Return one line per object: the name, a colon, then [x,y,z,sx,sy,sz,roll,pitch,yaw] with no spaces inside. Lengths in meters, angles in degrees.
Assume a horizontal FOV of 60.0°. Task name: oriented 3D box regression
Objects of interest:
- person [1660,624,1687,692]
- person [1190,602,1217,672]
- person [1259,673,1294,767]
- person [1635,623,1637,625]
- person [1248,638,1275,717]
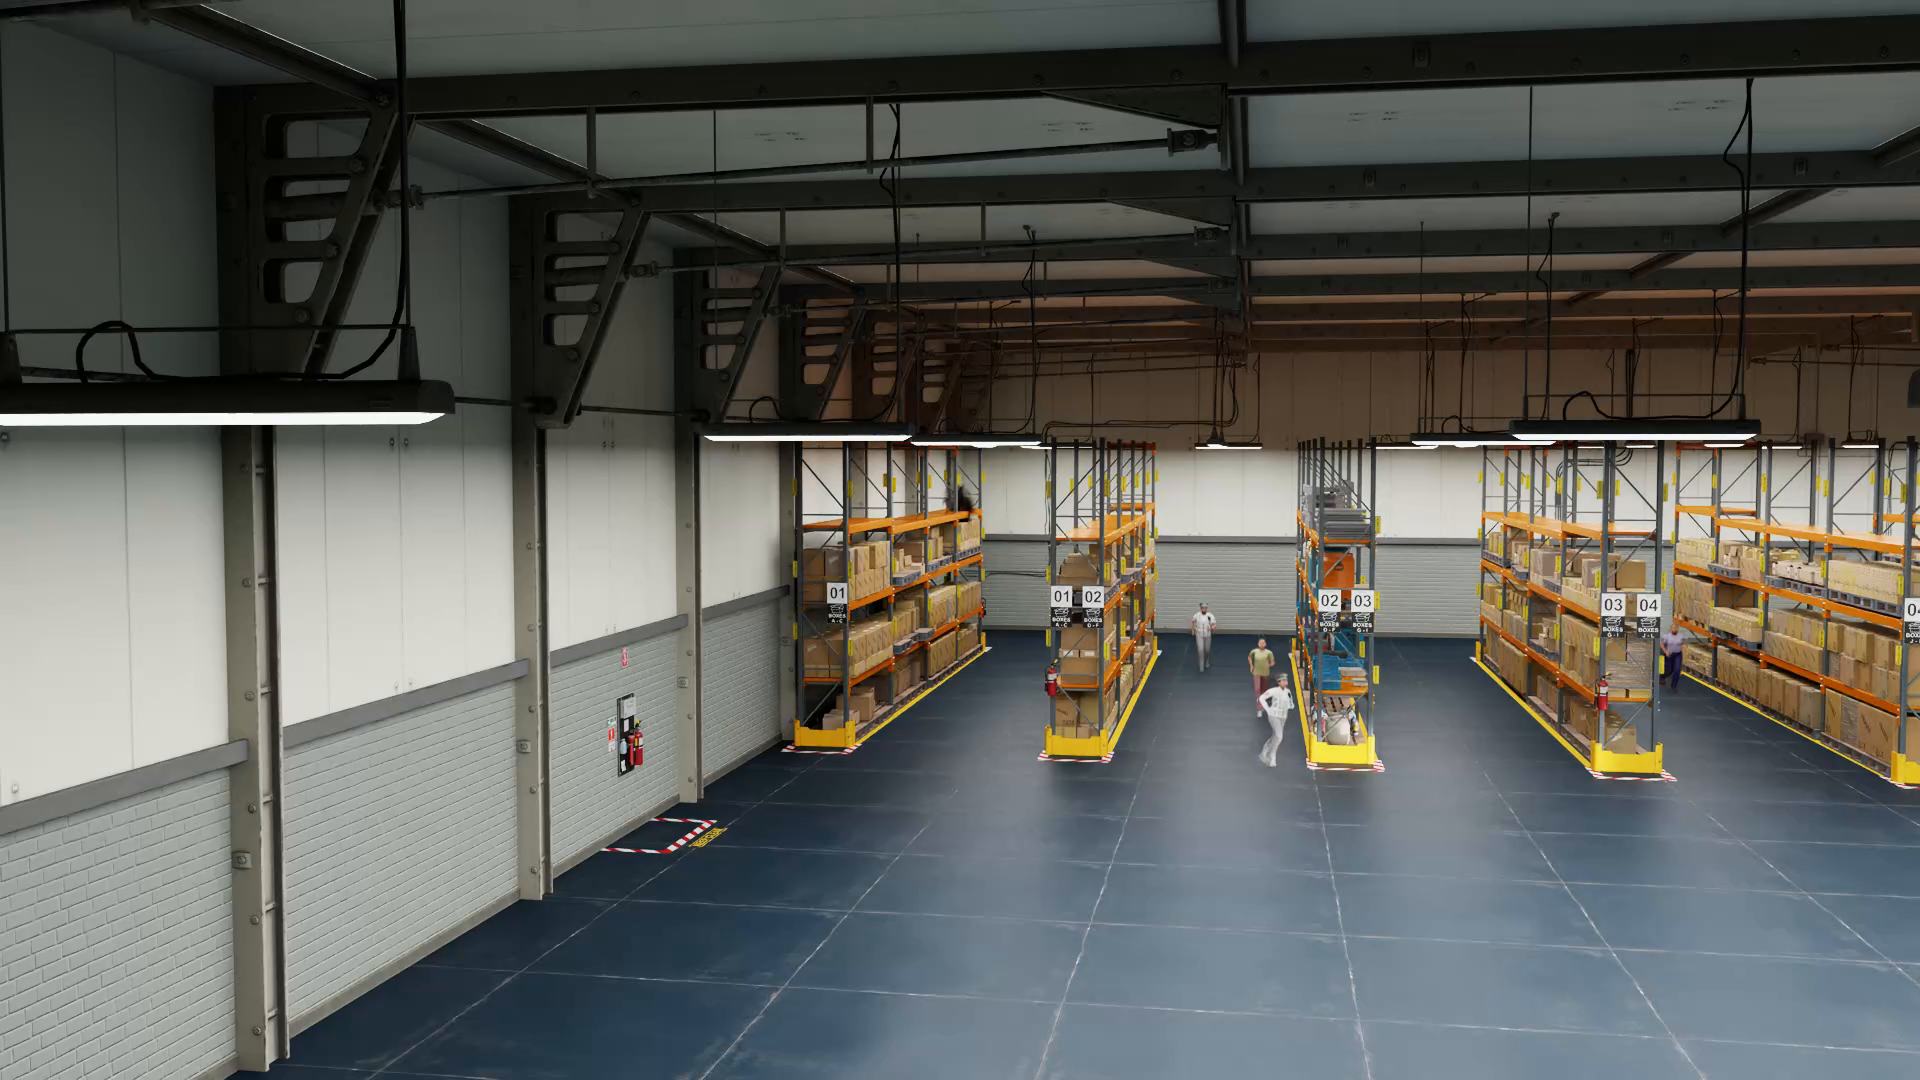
person: [17.152,2.817,39.978,0.607,1.628,0.641,0,3,9]
person: [6.401,2.525,43.692,0.680,1.802,0.863,0,3,4]
person: [5.808,3.294,30.464,0.590,1.733,0.648,-2,4,-32]
person: [16.170,2.785,39.536,0.630,1.672,0.576,0,3,5]
person: [6.570,2.964,36.224,0.577,1.681,0.907,0,3,9]
